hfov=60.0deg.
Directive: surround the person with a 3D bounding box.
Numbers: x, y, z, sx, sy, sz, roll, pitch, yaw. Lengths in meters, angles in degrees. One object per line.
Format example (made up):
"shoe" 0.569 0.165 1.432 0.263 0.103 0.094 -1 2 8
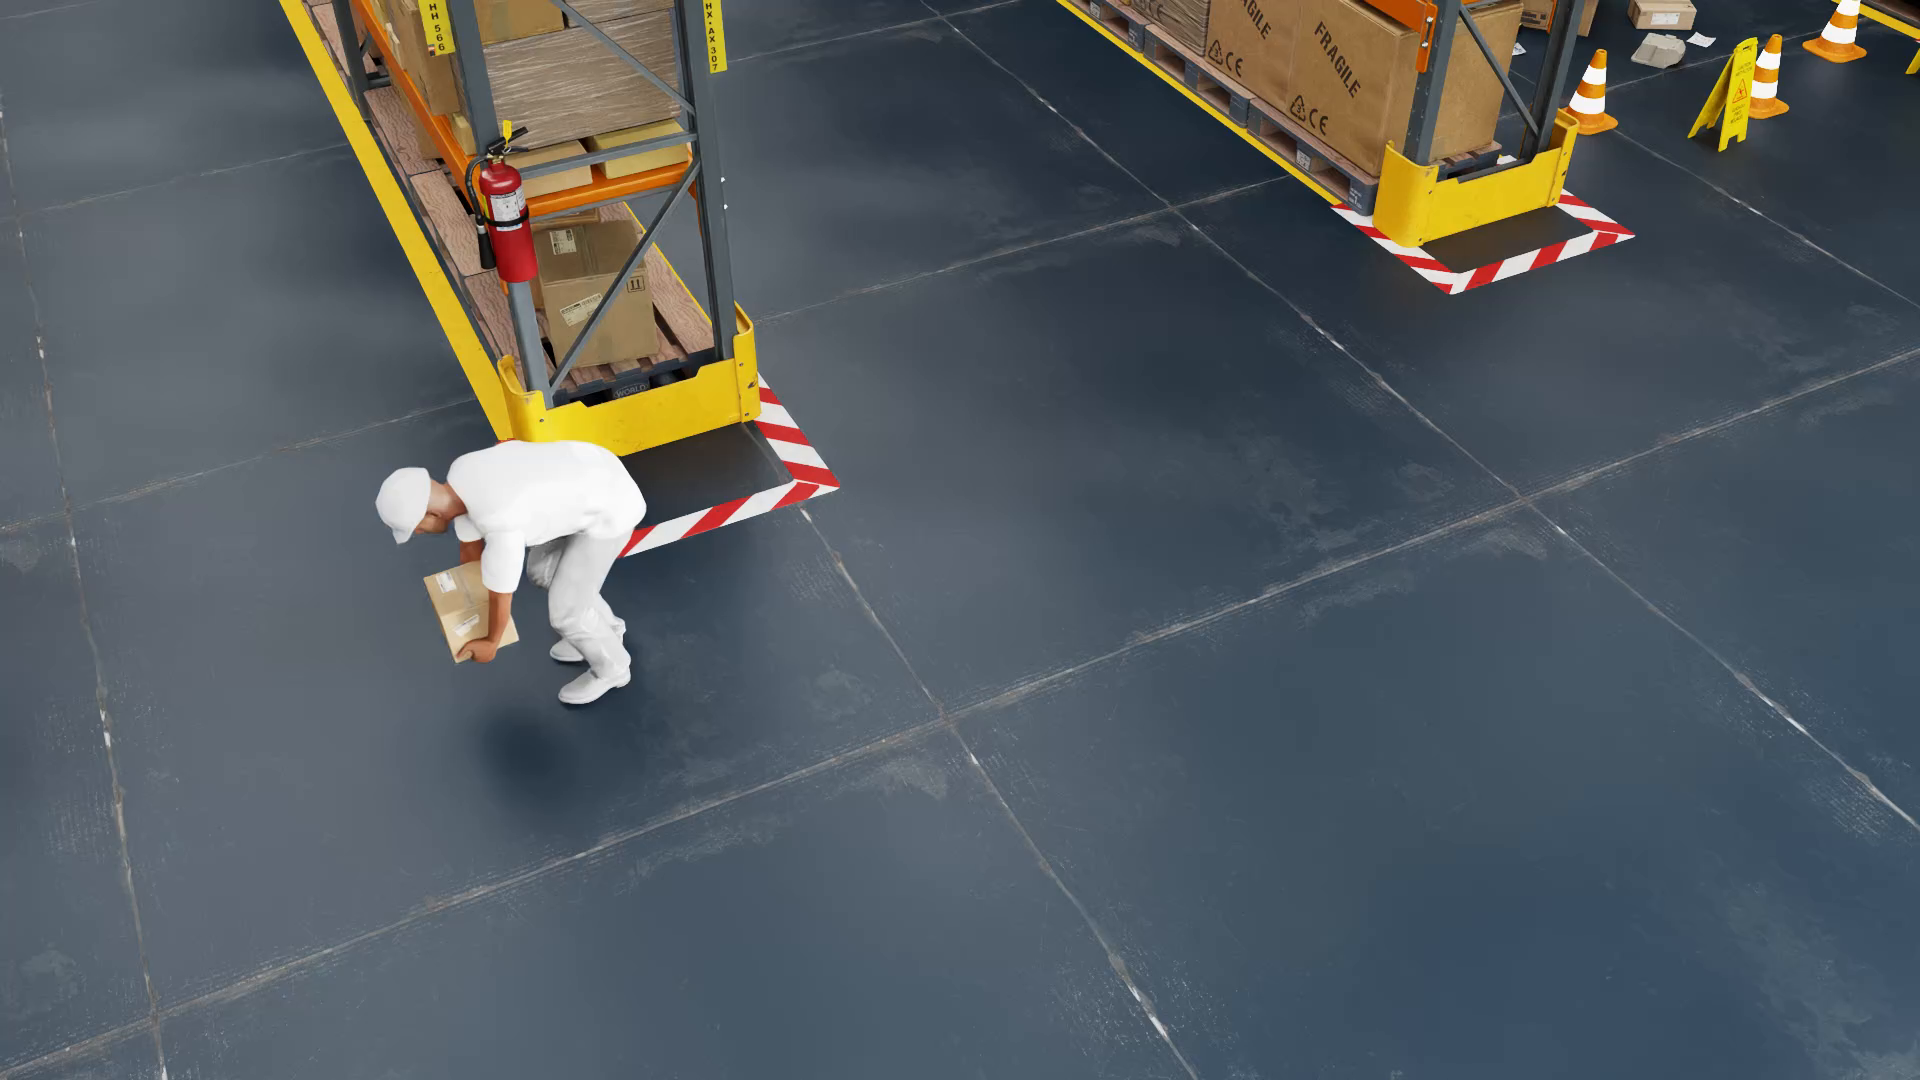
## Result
"person" -1.605 -0.019 6.297 0.764 1.586 0.489 -20 45 -21
